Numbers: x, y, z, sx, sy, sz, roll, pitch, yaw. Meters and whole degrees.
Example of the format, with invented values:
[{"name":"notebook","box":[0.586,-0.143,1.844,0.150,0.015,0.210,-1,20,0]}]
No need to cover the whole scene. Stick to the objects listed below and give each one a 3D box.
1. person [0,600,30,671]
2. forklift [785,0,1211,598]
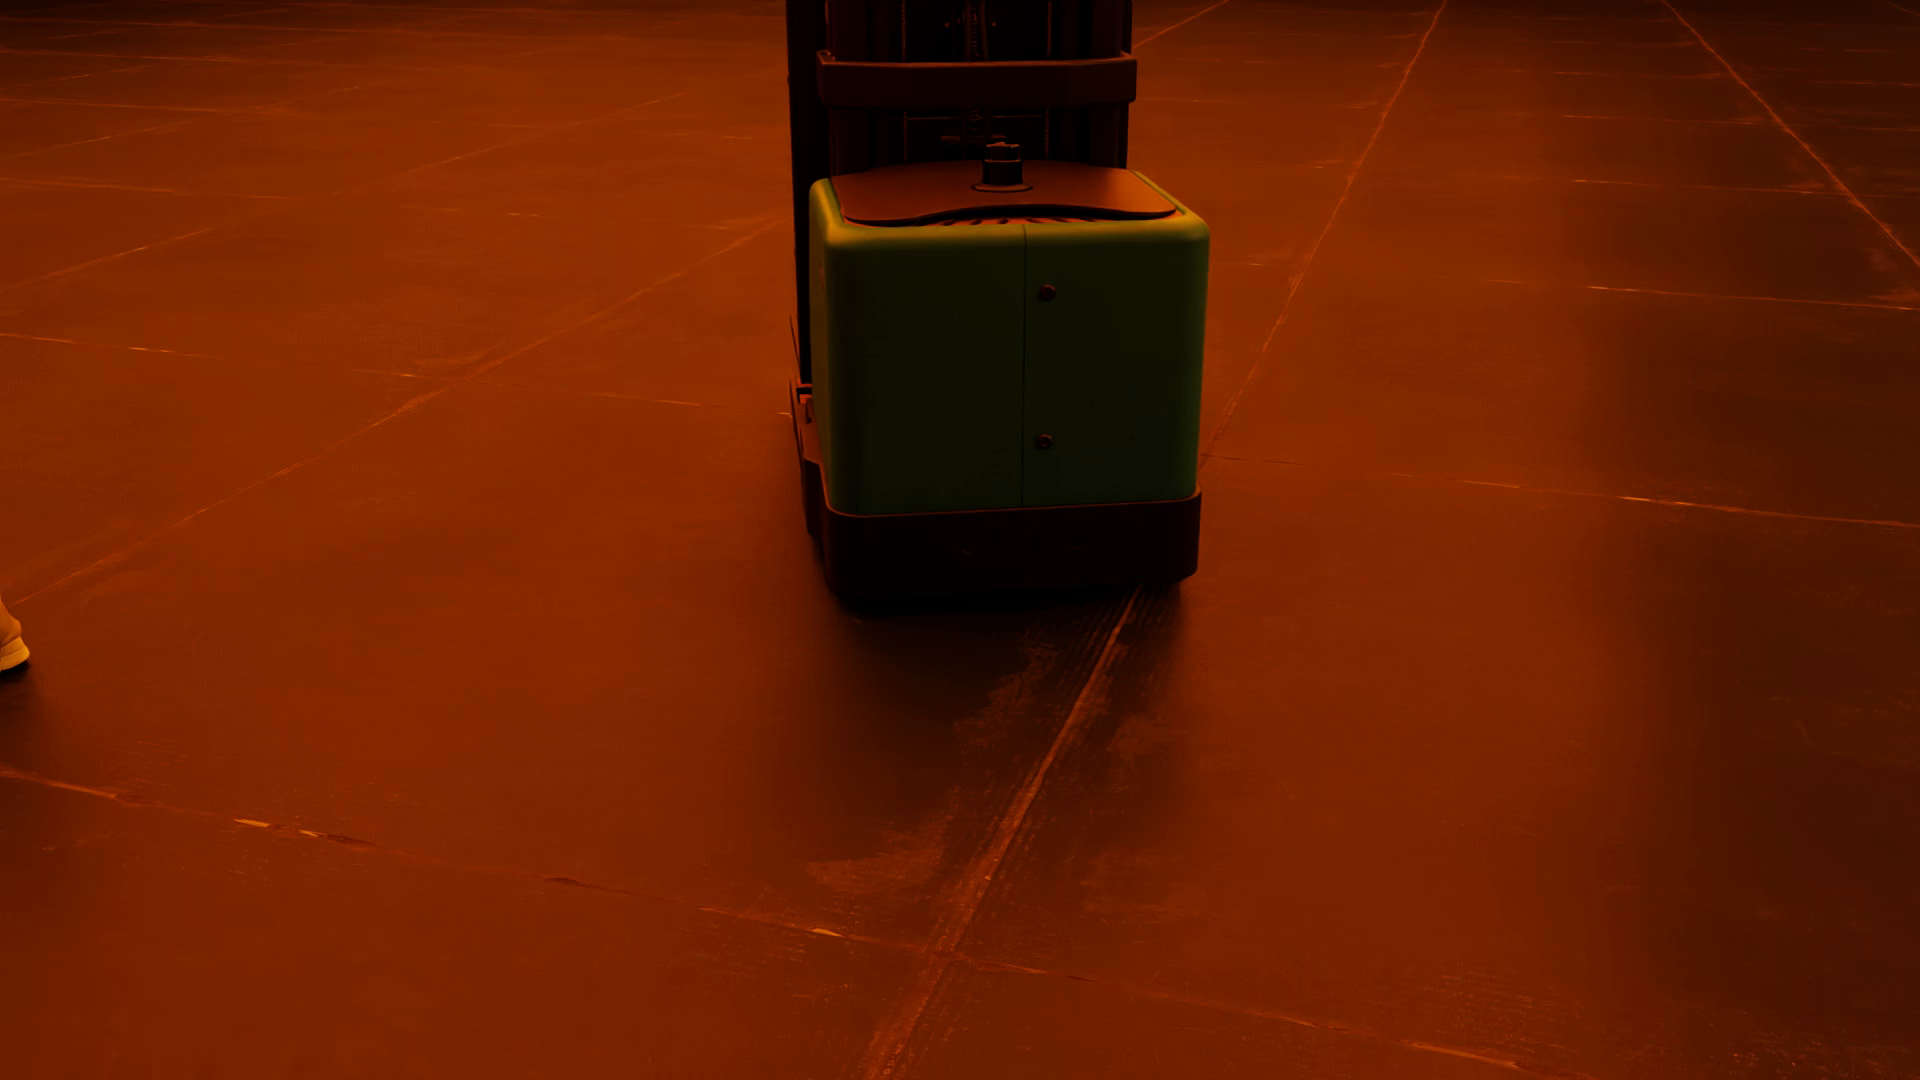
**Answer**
[{"name":"person","box":[-2.785,-0.398,3.957,0.716,1.663,0.870,-12,25,-26]},{"name":"forklift","box":[-0.035,-1.723,5.453,1.130,2.935,3.031,-3,23,-7]}]
